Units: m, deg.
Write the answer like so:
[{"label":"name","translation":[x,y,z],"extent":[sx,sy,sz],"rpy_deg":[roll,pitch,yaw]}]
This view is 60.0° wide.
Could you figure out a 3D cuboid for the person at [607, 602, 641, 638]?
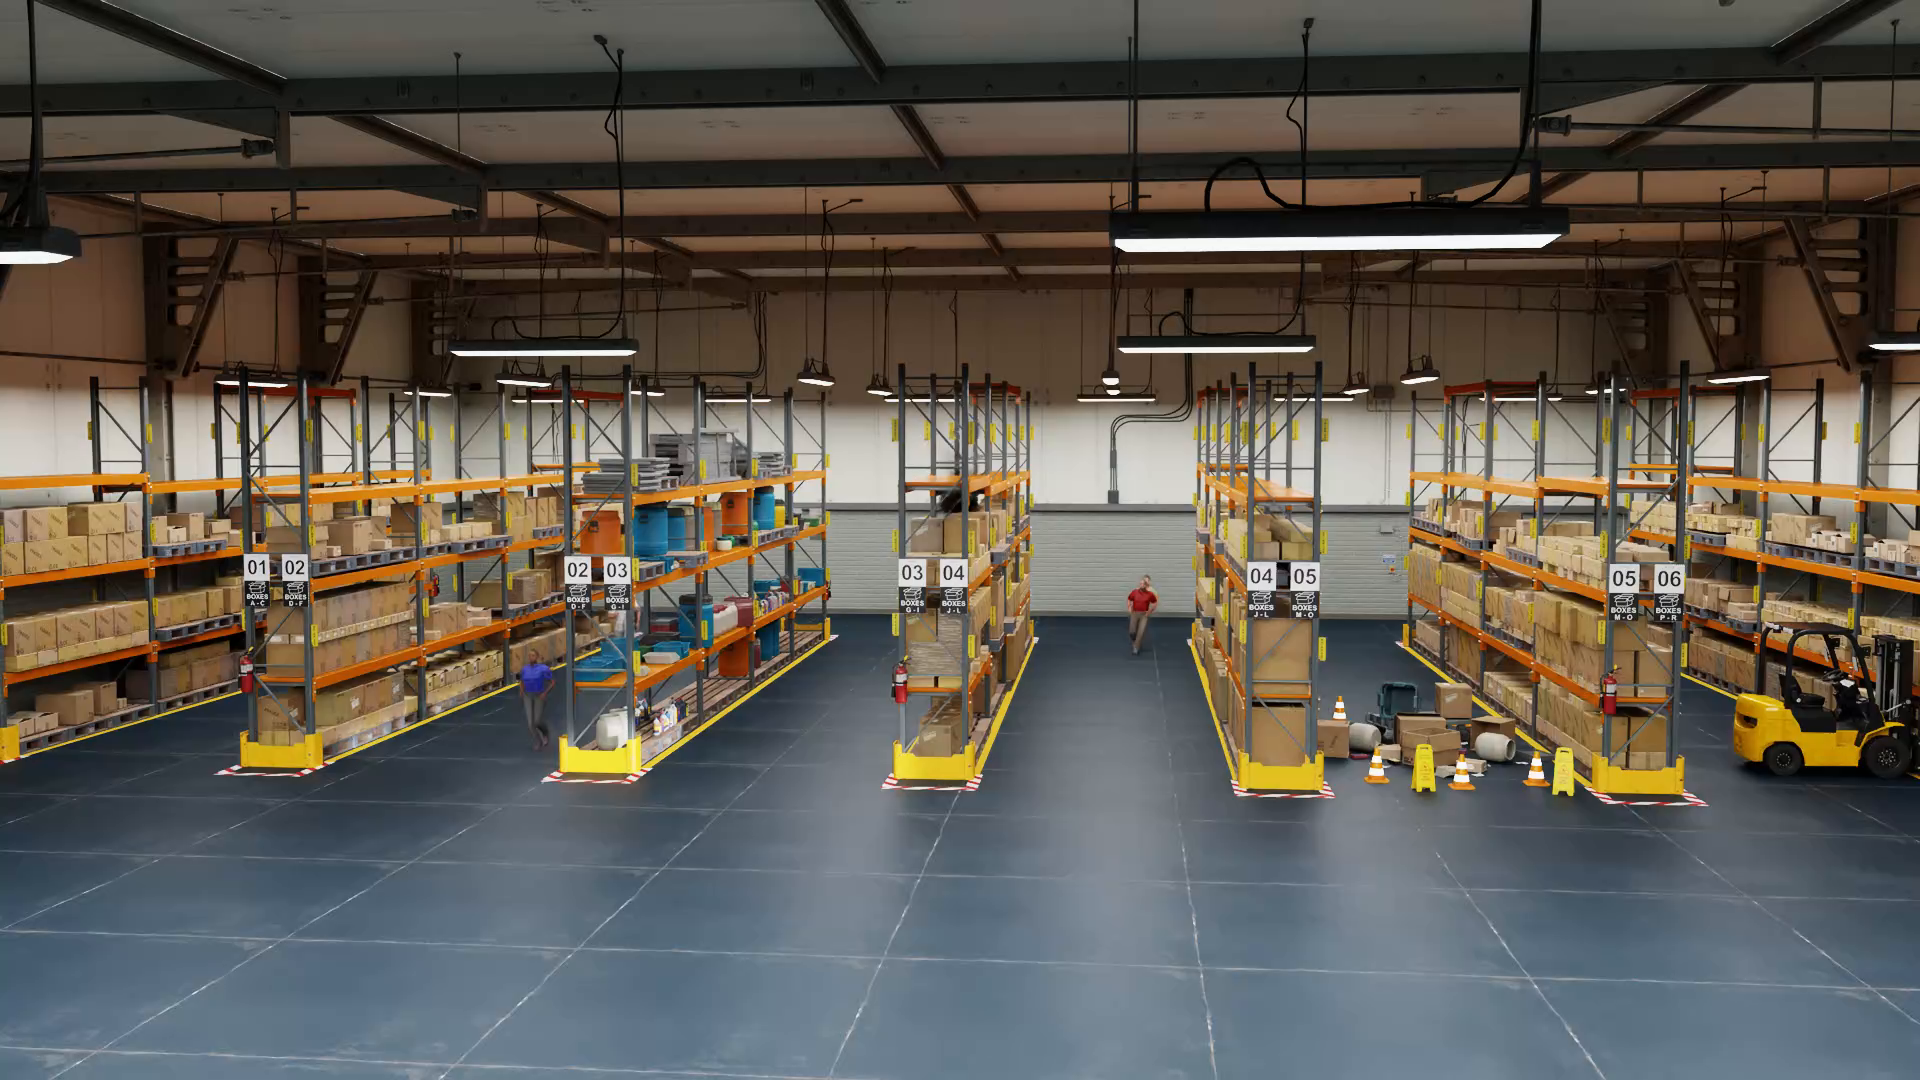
[{"label":"person","translation":[-6.993,1.869,34.574],"extent":[0.665,1.783,0.947],"rpy_deg":[0,4,-7]}]

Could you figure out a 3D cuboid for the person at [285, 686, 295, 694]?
[{"label":"person","translation":[-11.705,2.316,29.138],"extent":[0.592,1.706,0.805],"rpy_deg":[0,4,7]}]

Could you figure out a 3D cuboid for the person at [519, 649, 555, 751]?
[{"label":"person","translation":[-6.688,2.516,26.127],"extent":[0.551,1.608,0.523],"rpy_deg":[1,4,8]}]

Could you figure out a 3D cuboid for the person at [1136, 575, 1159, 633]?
[{"label":"person","translation":[4.343,1.658,39.293],"extent":[0.621,1.662,0.673],"rpy_deg":[2,4,26]}]

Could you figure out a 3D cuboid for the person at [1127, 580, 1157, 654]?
[{"label":"person","translation":[4.148,1.737,37.935],"extent":[0.692,1.676,0.627],"rpy_deg":[1,4,13]}]
